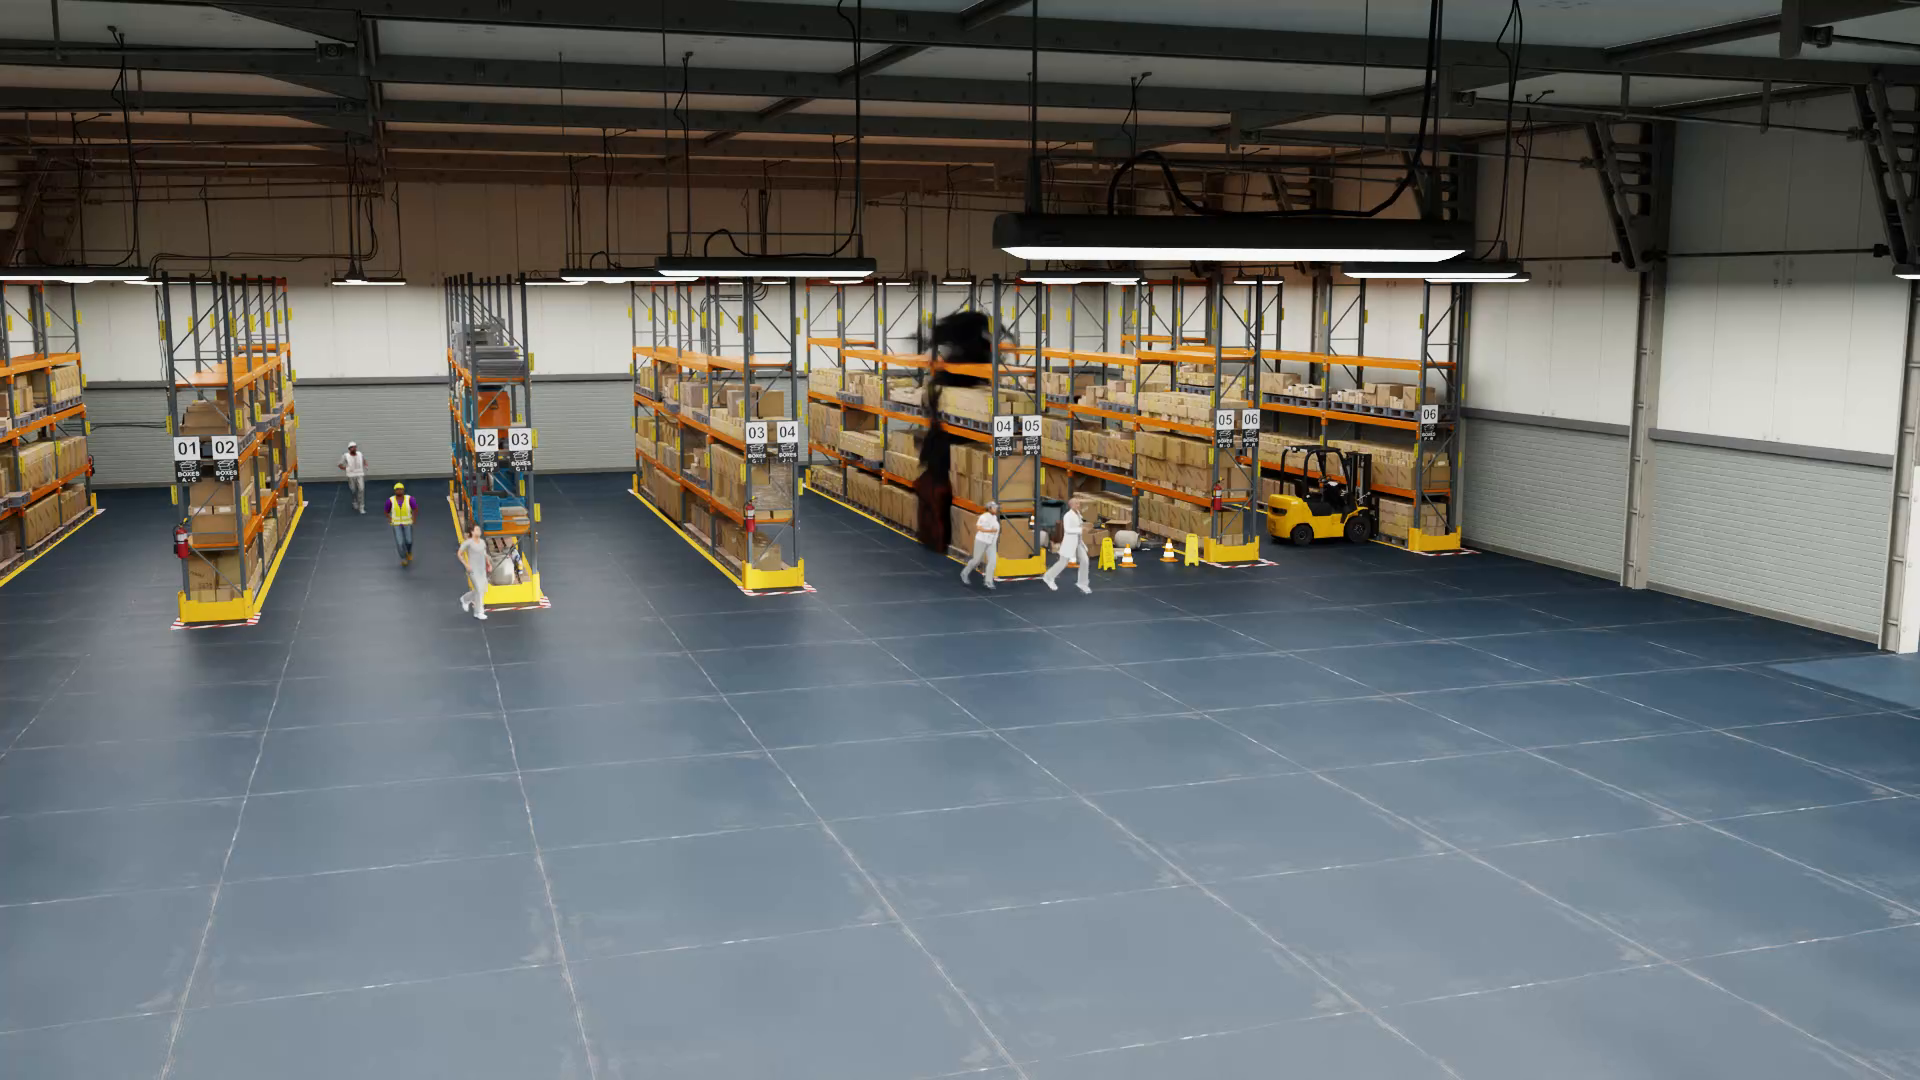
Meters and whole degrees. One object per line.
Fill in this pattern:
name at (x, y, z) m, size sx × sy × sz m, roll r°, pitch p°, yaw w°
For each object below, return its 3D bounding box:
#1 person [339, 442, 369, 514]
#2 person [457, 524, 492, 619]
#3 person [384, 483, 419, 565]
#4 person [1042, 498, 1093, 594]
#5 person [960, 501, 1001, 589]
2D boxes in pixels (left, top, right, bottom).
person at (-15.591, -1.605, 42.805) m, size 0.724 × 1.827 × 0.863 m, roll -5°, pitch 10°, yaw -32°
person at (-8.507, 0.537, 29.213) m, size 0.649 × 1.645 × 0.605 m, roll 6°, pitch 10°, yaw 33°
person at (-11.566, -0.325, 34.474) m, size 0.674 × 1.721 × 0.569 m, roll -3°, pitch 9°, yaw -18°
person at (2.073, 0.104, 31.531) m, size 0.993 × 1.836 × 0.729 m, roll 6°, pitch 10°, yaw 33°
person at (0.510, 0.077, 32.180) m, size 0.643 × 1.655 × 0.883 m, roll -8°, pitch 12°, yaw -44°
